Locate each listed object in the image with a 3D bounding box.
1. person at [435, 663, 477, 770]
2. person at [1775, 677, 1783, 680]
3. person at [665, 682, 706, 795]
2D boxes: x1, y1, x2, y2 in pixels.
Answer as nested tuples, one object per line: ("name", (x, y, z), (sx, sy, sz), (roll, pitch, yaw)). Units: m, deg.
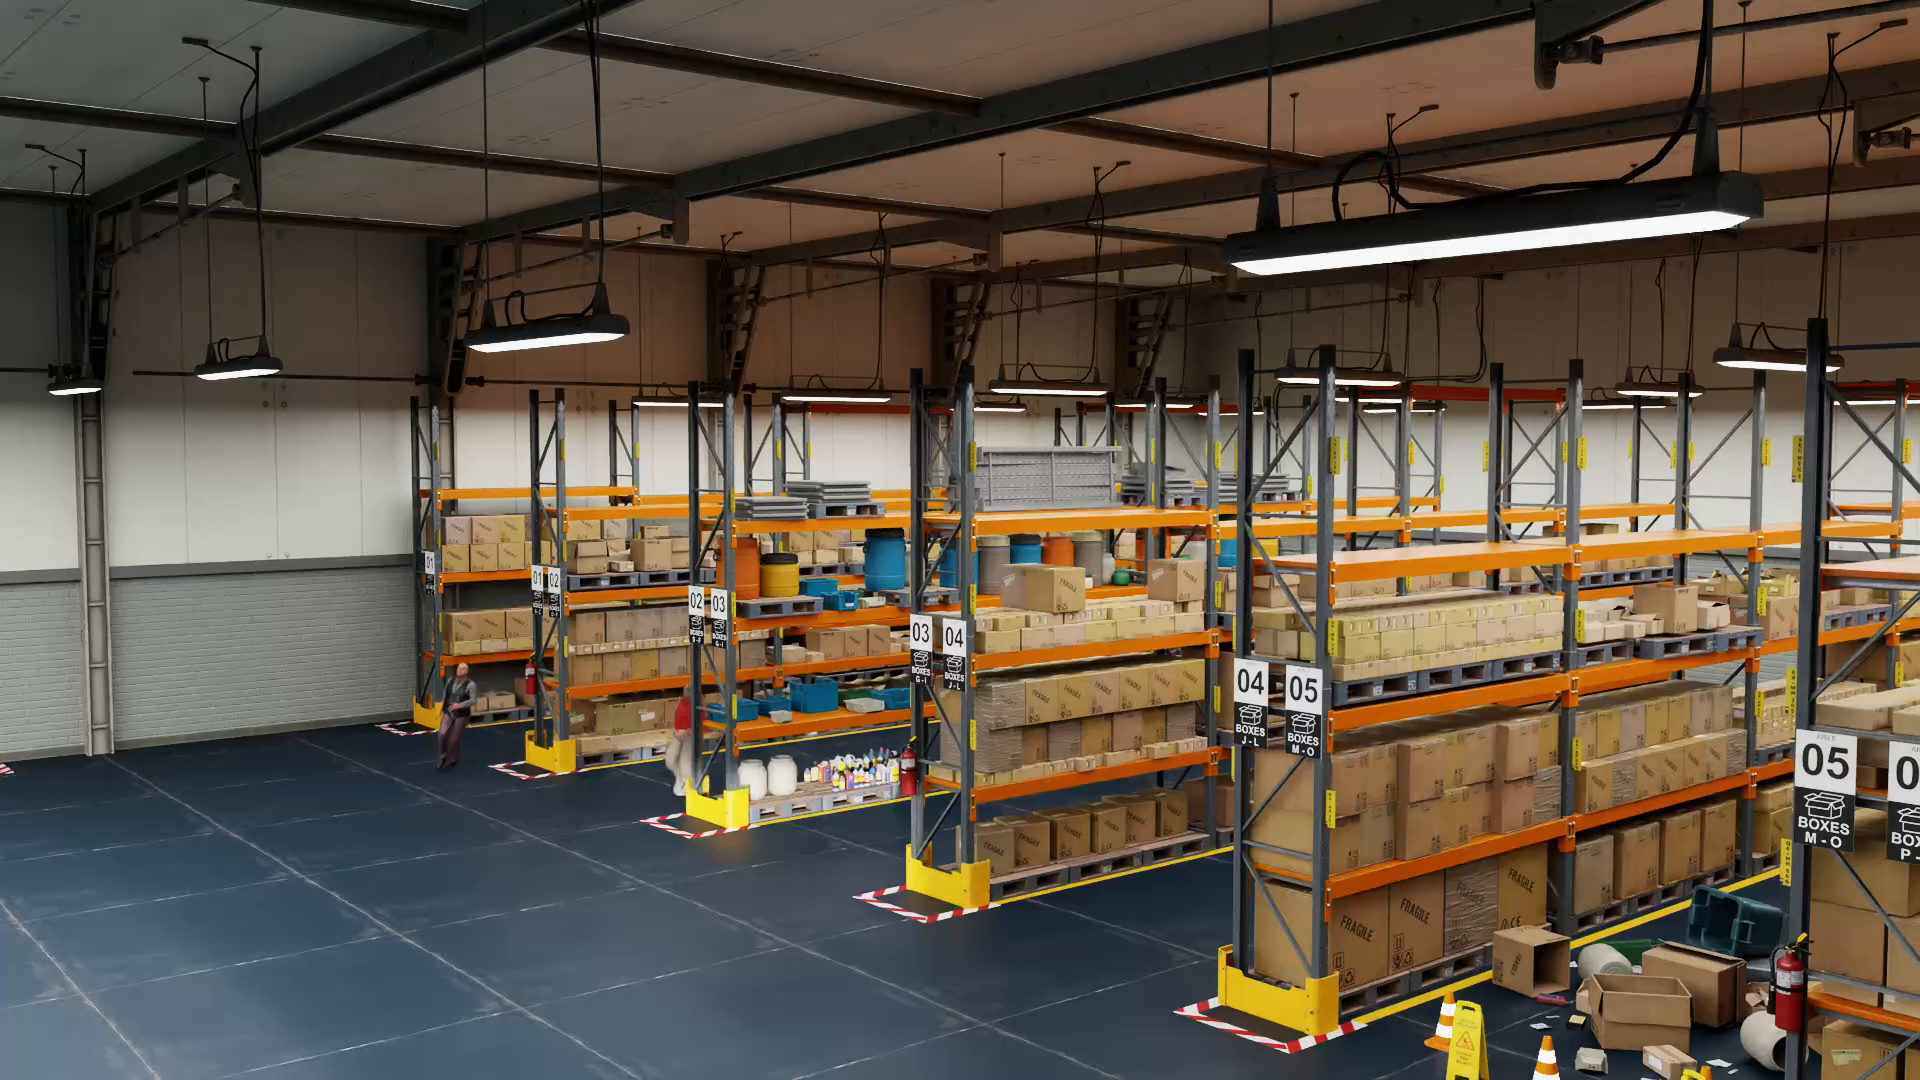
("person", (-7.916, 2.766, 26.159), (0.645, 1.658, 0.674), (0, 3, 4))
("person", (12.327, 2.896, 25.082), (0.722, 1.621, 0.505), (-3, 4, -41))
("person", (-3.992, 2.900, 24.190), (0.679, 1.683, 0.569), (2, 4, 35))
